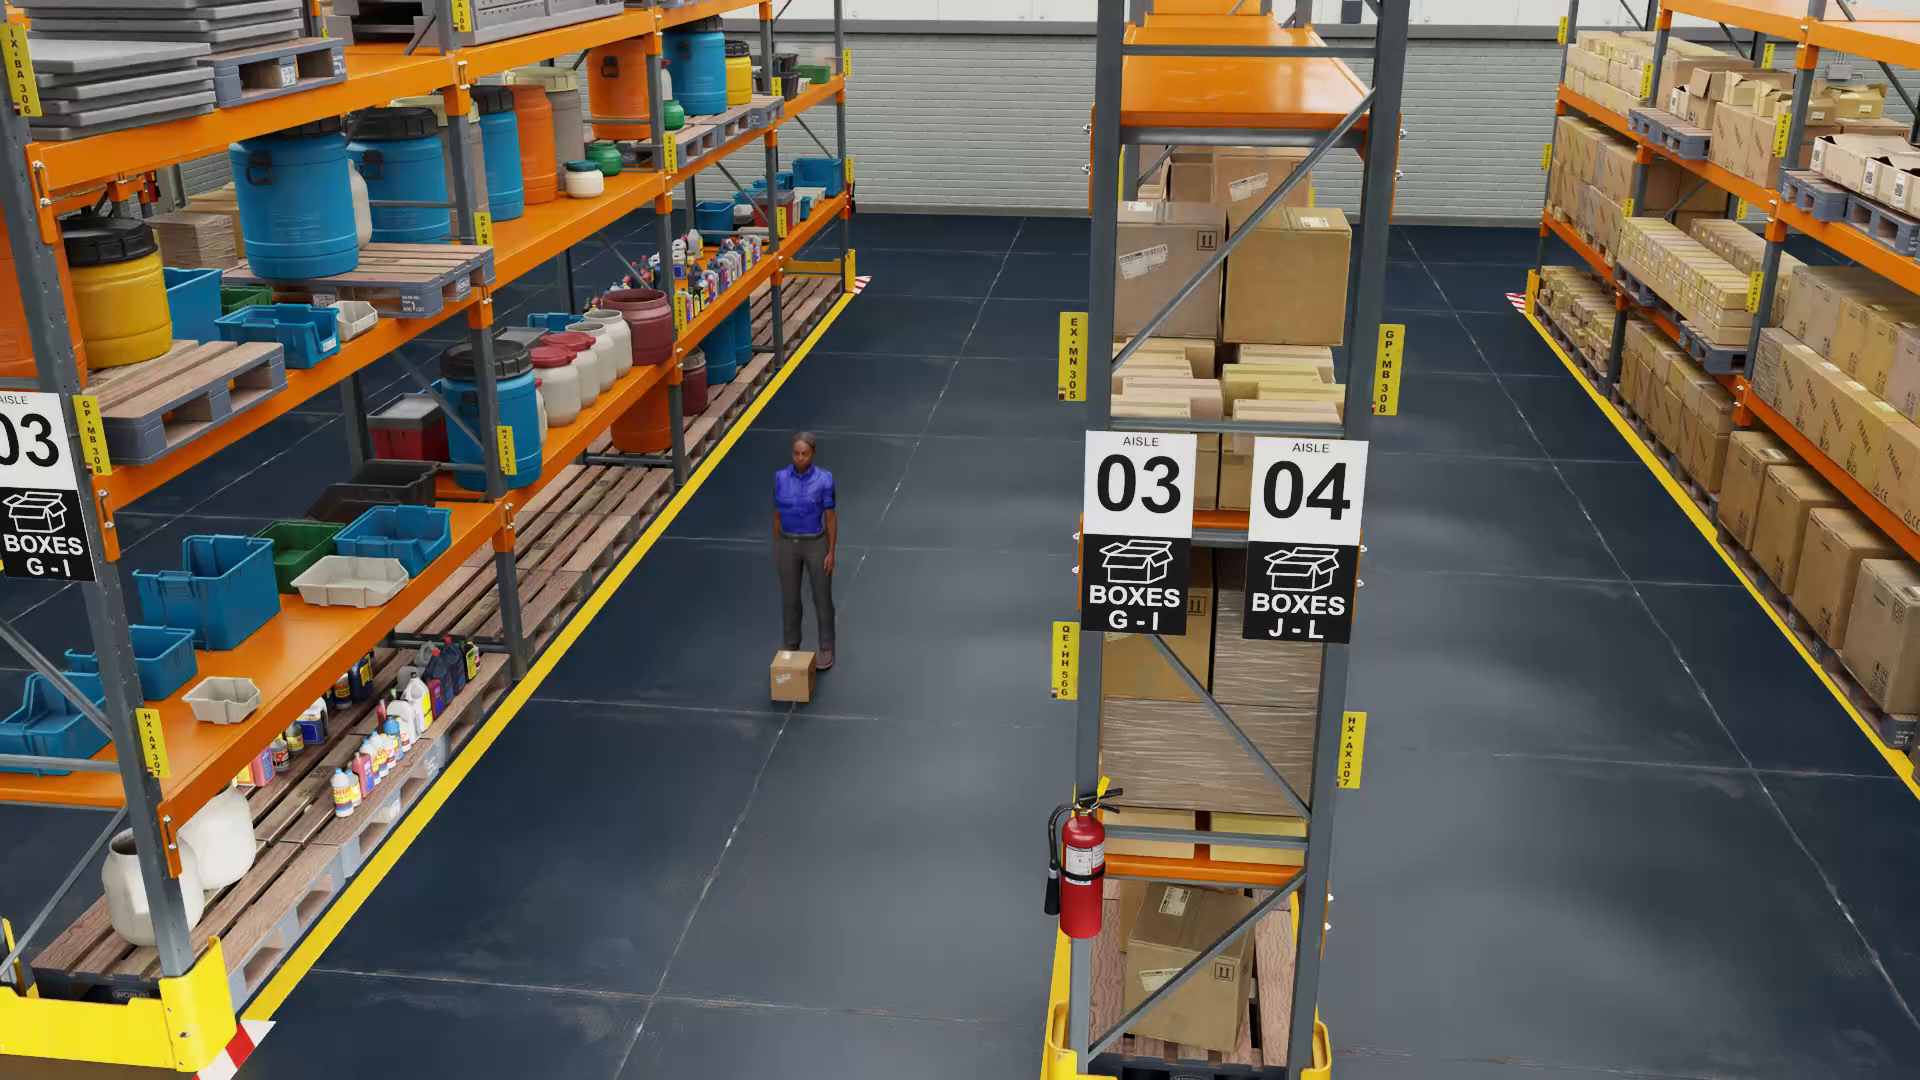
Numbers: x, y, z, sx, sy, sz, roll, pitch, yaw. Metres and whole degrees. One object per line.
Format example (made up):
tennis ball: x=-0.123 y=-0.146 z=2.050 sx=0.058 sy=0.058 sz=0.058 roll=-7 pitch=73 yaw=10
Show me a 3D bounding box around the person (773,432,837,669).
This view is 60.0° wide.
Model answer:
person: x=-1.053 y=0.076 z=11.301 sx=0.446 sy=1.678 sz=0.302 roll=3 pitch=22 yaw=8
